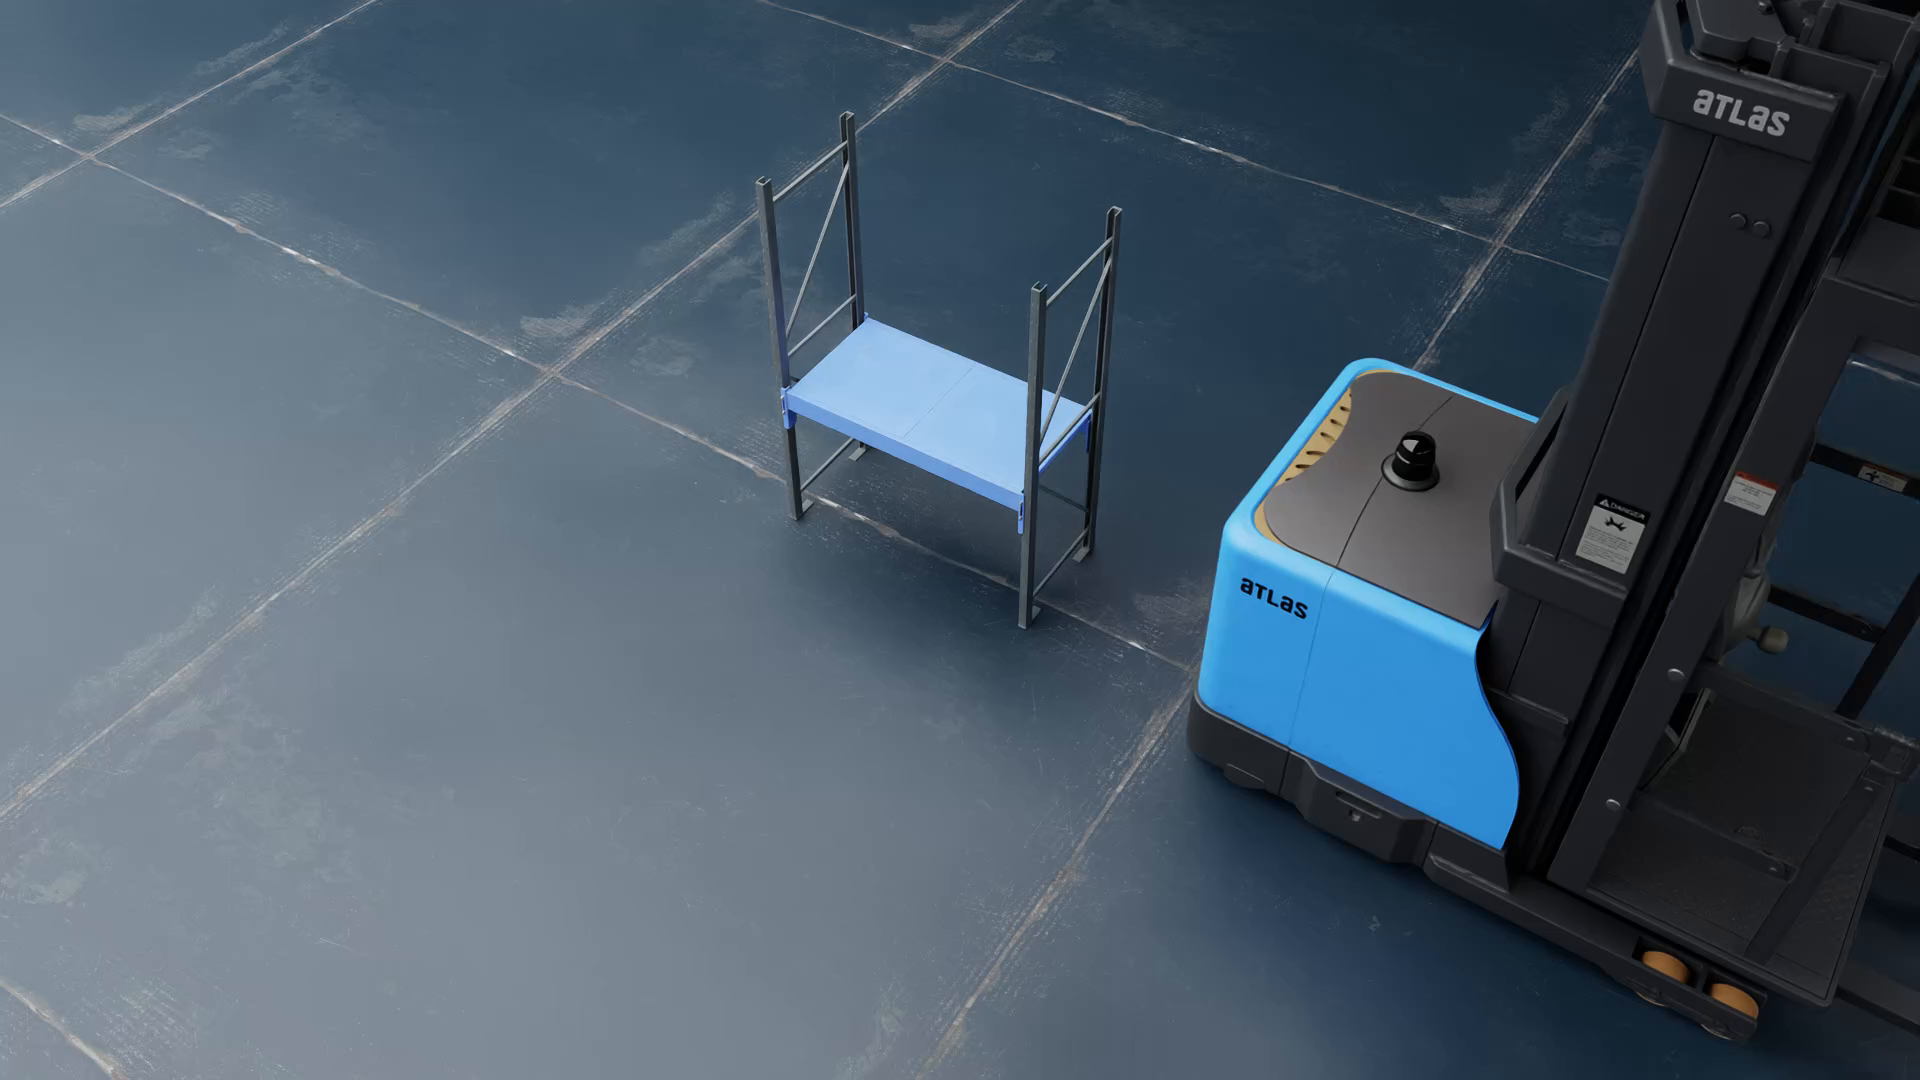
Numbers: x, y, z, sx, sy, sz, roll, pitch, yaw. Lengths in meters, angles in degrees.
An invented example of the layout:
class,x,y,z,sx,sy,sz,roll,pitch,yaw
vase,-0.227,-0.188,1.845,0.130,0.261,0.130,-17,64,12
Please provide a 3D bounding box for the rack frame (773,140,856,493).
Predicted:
class,x,y,z,sx,sy,sz,roll,pitch,yaw
rack frame,-0.501,-0.752,5.934,0.013,1.308,0.475,25,51,22

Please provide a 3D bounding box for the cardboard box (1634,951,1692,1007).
class,x,y,z,sx,sy,sz,roll,pitch,yaw
cardboard box,2.059,1.288,4.889,0.160,0.156,0.130,24,50,21

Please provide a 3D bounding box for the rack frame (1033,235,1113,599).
class,x,y,z,sx,sy,sz,roll,pitch,yaw
rack frame,0.355,-0.358,5.552,0.013,1.308,0.475,25,51,22

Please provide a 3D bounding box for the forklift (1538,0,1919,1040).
class,x,y,z,sx,sy,sz,roll,pitch,yaw
forklift,2.259,-0.009,4.215,3.031,2.935,1.121,25,51,23

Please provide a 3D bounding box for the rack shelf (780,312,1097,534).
class,x,y,z,sx,sy,sz,roll,pitch,yaw
rack shelf,-0.072,-0.430,5.873,1.000,0.185,0.538,25,51,22

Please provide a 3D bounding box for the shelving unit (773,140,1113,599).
class,x,y,z,sx,sy,sz,roll,pitch,yaw
shelving unit,-0.072,-0.556,5.744,1.030,1.308,0.538,25,51,22
